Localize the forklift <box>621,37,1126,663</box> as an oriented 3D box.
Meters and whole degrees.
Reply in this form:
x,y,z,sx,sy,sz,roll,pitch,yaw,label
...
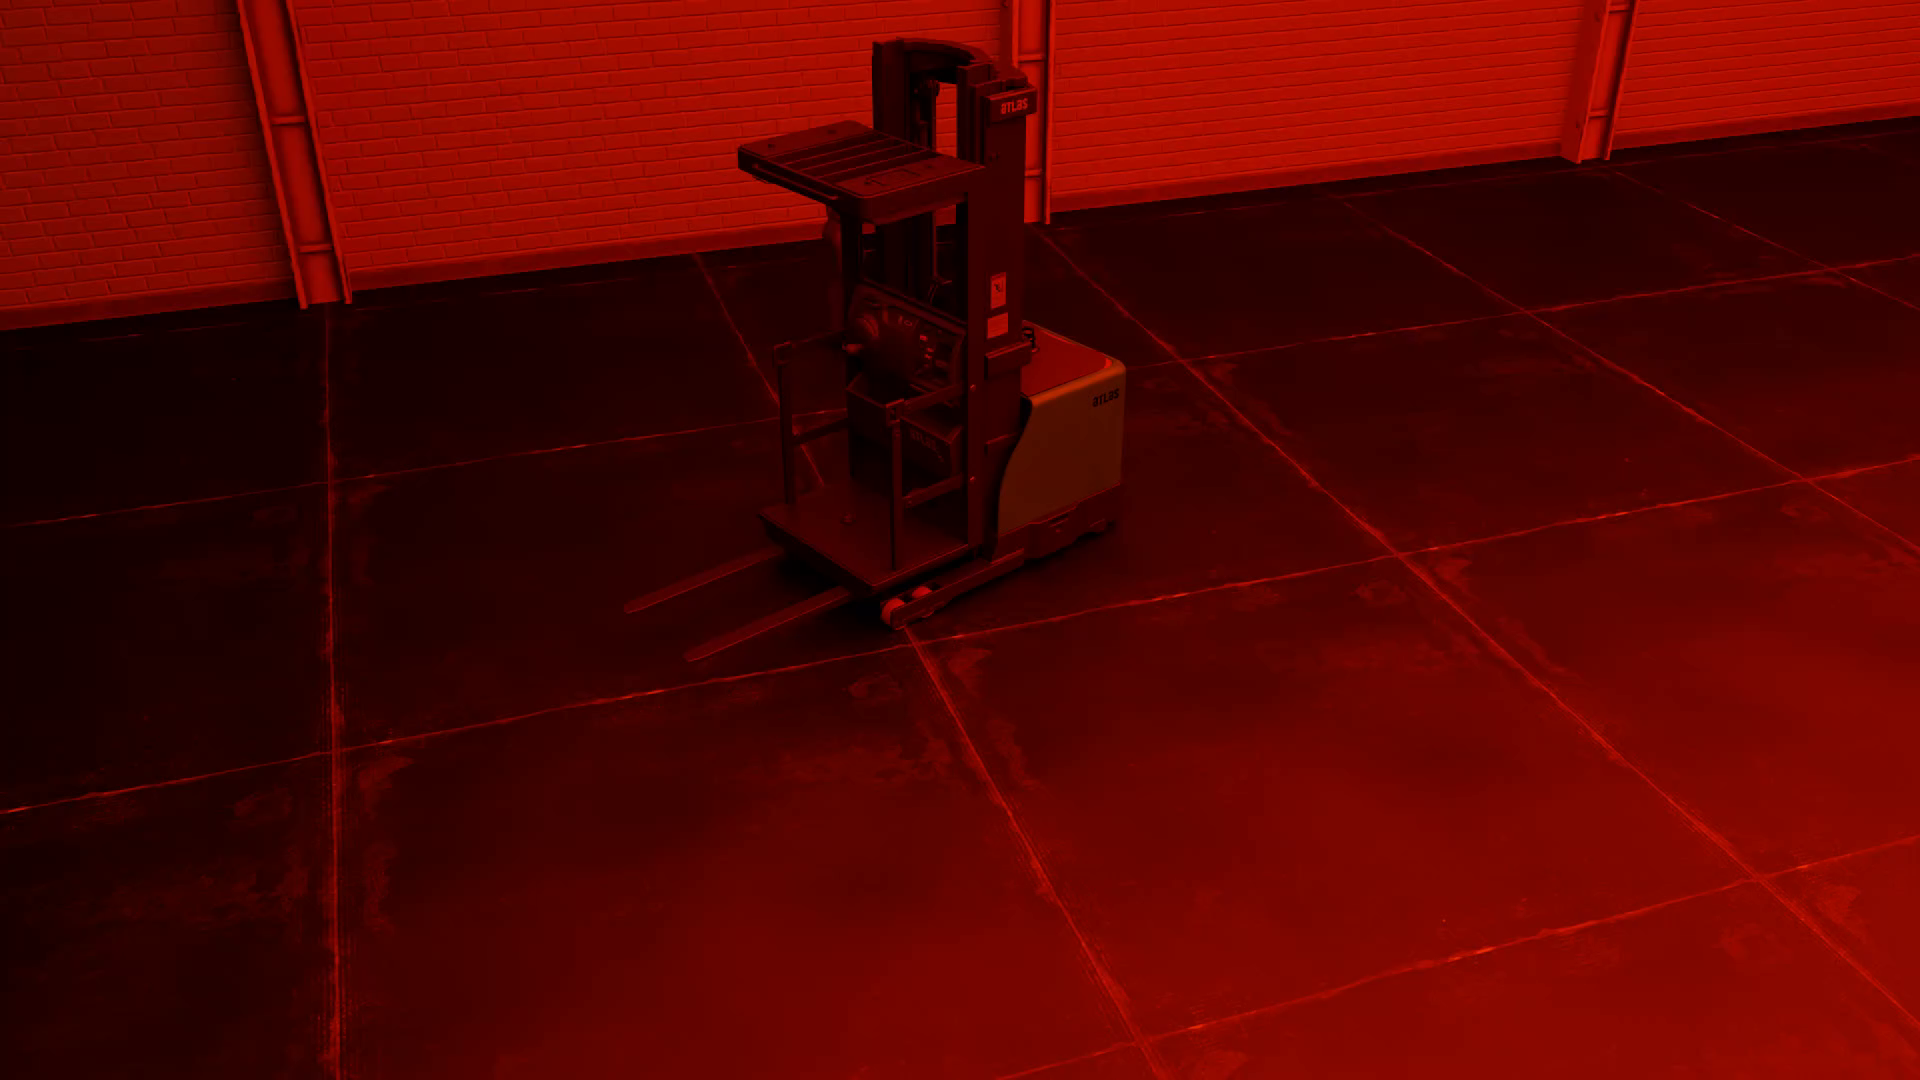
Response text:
x,y,z,sx,sy,sz,roll,pitch,yaw,label
-0.461,-1.072,8.951,3.031,2.935,1.130,-23,37,-34,forklift

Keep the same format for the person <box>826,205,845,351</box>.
x,y,z,sx,sy,sz,roll,pitch,yaw,label
-0.819,-2.218,12.224,0.325,1.660,0.450,-13,32,-22,person
